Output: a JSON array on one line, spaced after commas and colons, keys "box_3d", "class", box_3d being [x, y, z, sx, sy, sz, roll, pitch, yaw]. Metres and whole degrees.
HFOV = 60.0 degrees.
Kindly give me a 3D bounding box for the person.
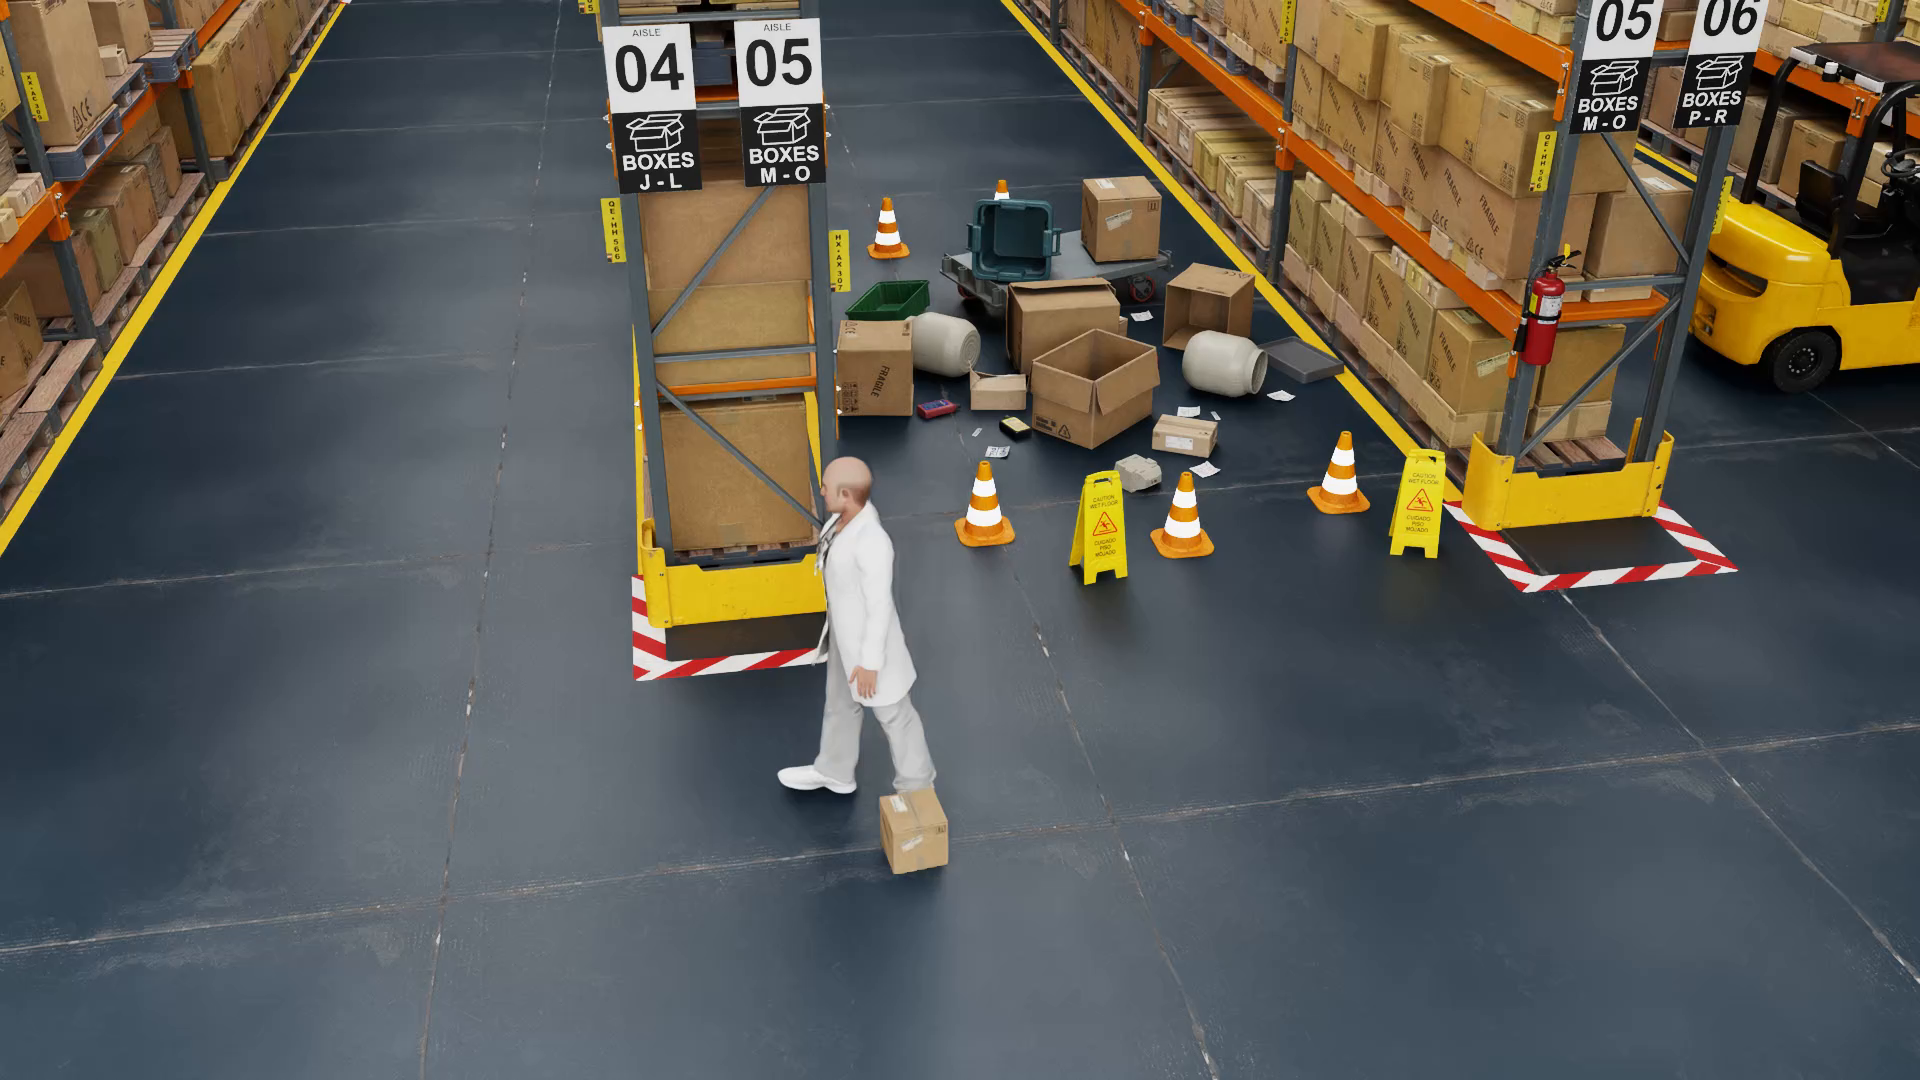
[{"box_3d": [-0.468, 0.434, 7.403, 0.691, 1.777, 0.652, -11, 32, -18], "class": "person"}]
